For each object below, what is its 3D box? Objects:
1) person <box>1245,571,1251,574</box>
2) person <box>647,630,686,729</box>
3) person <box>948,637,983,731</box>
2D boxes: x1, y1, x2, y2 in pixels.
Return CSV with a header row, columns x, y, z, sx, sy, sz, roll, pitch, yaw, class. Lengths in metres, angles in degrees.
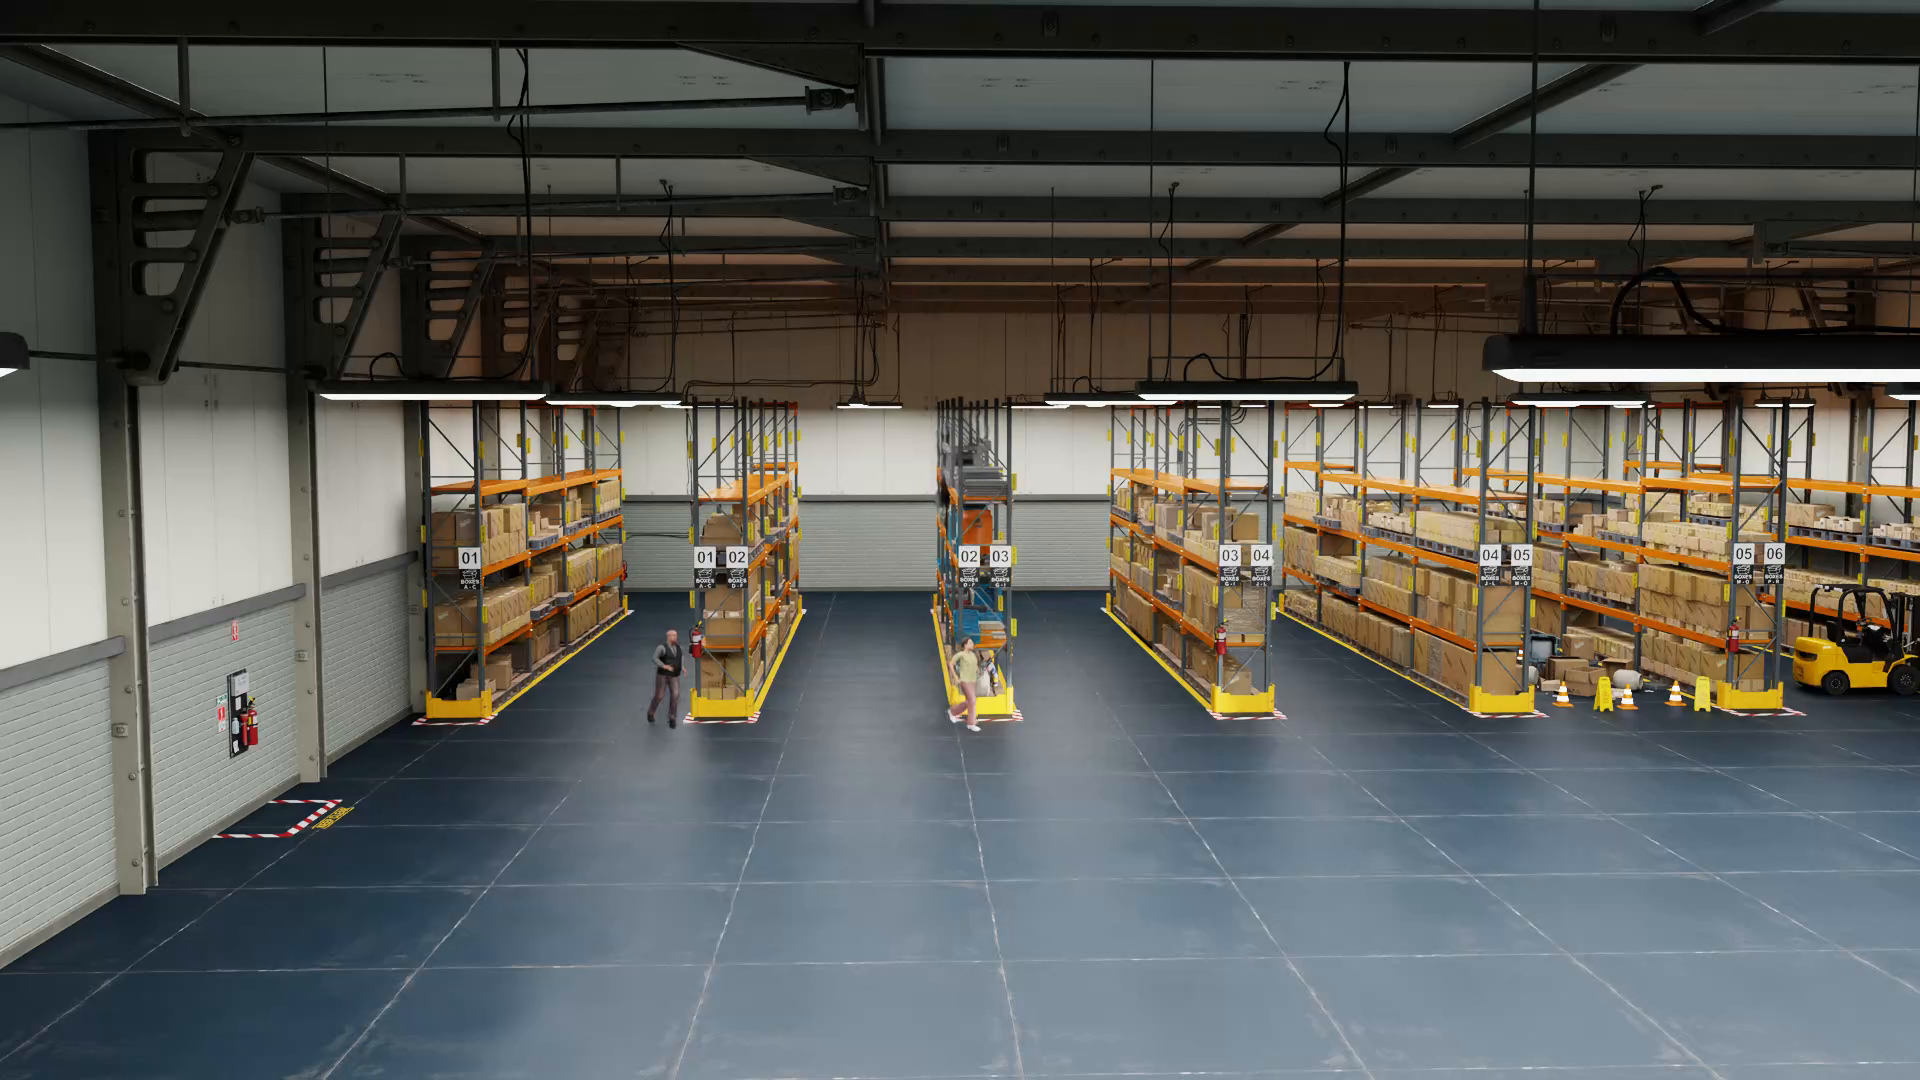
x,y,z,sx,sy,sz,roll,pitch,yaw,class
8.065,1.189,47.857,0.635,1.664,0.816,3,5,30,person
-5.291,2.519,30.385,0.712,1.748,0.798,-3,6,-38,person
0.161,2.578,30.096,0.723,1.635,0.618,4,6,39,person
